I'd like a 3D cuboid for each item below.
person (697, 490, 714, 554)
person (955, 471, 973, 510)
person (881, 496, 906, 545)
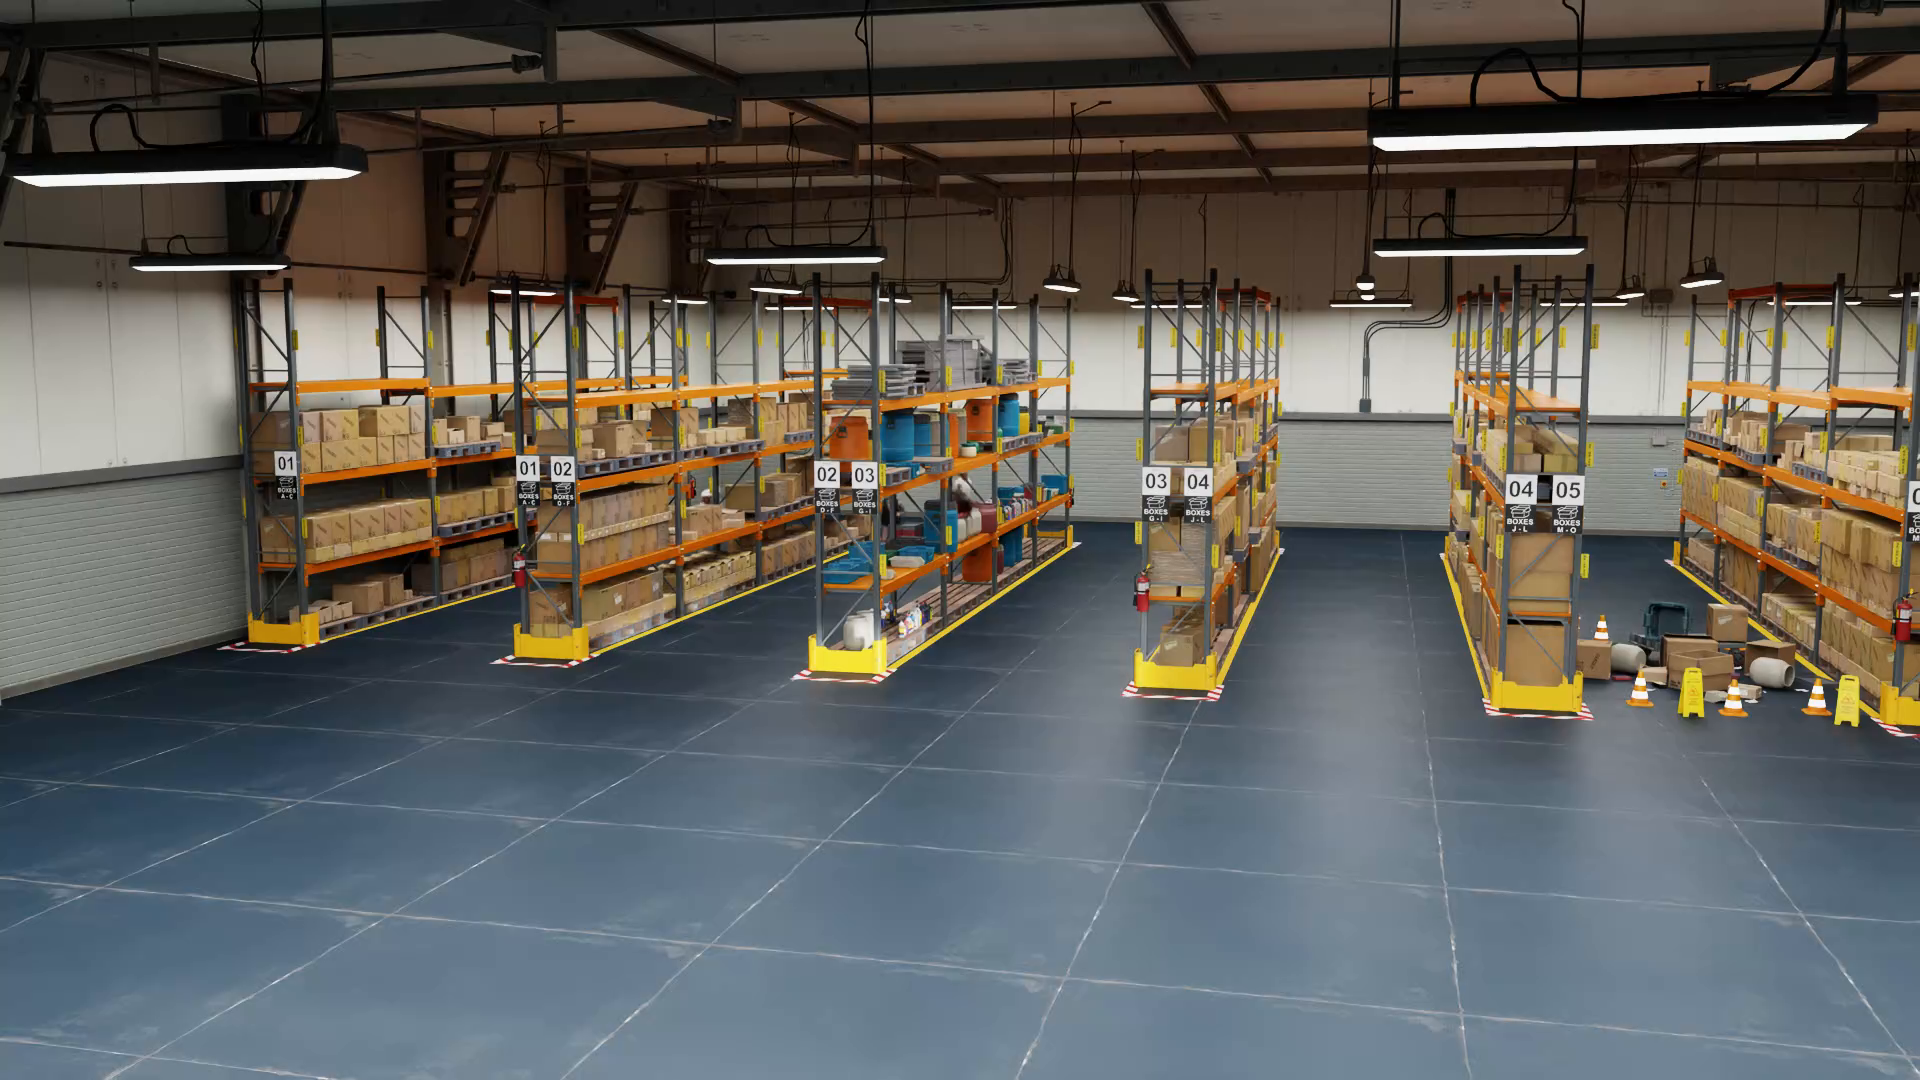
[{"bbox_3d":[-5.553,-0.240,36.527,0.666,1.726,1.045,2,7,13],"label":"person"},{"bbox_3d":[0.123,-0.980,42.463,0.497,1.753,0.555,2,7,15],"label":"person"},{"bbox_3d":[-1.570,-0.306,36.971,0.713,1.691,0.995,1,7,12],"label":"person"}]
